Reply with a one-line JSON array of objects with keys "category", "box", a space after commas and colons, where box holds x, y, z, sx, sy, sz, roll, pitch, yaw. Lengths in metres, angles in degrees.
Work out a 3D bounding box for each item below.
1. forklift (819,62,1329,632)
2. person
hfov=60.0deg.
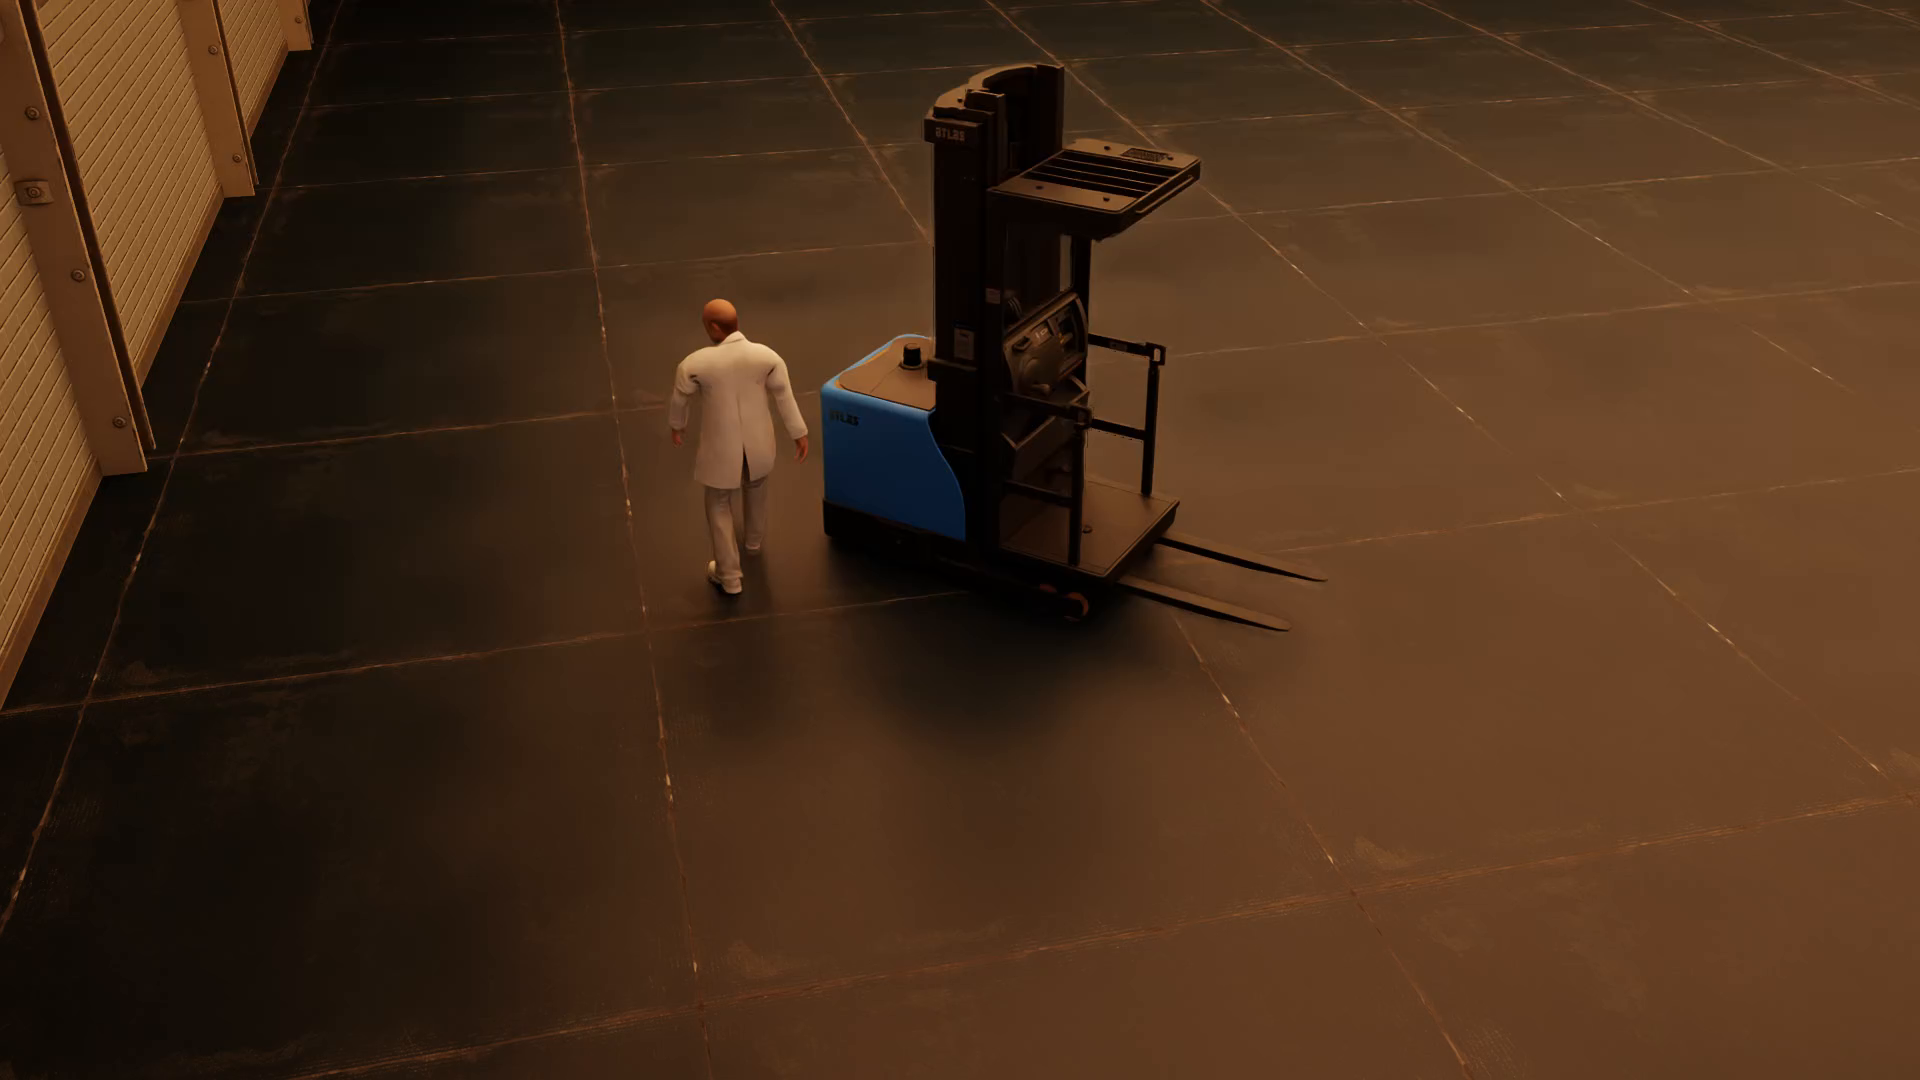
[{"category": "forklift", "box": [0.673, -1.100, 9.474, 3.031, 2.935, 1.130, 16, 34, 26]}, {"category": "person", "box": [-1.320, -0.637, 9.888, 0.763, 1.740, 0.843, -11, 32, -18]}]
